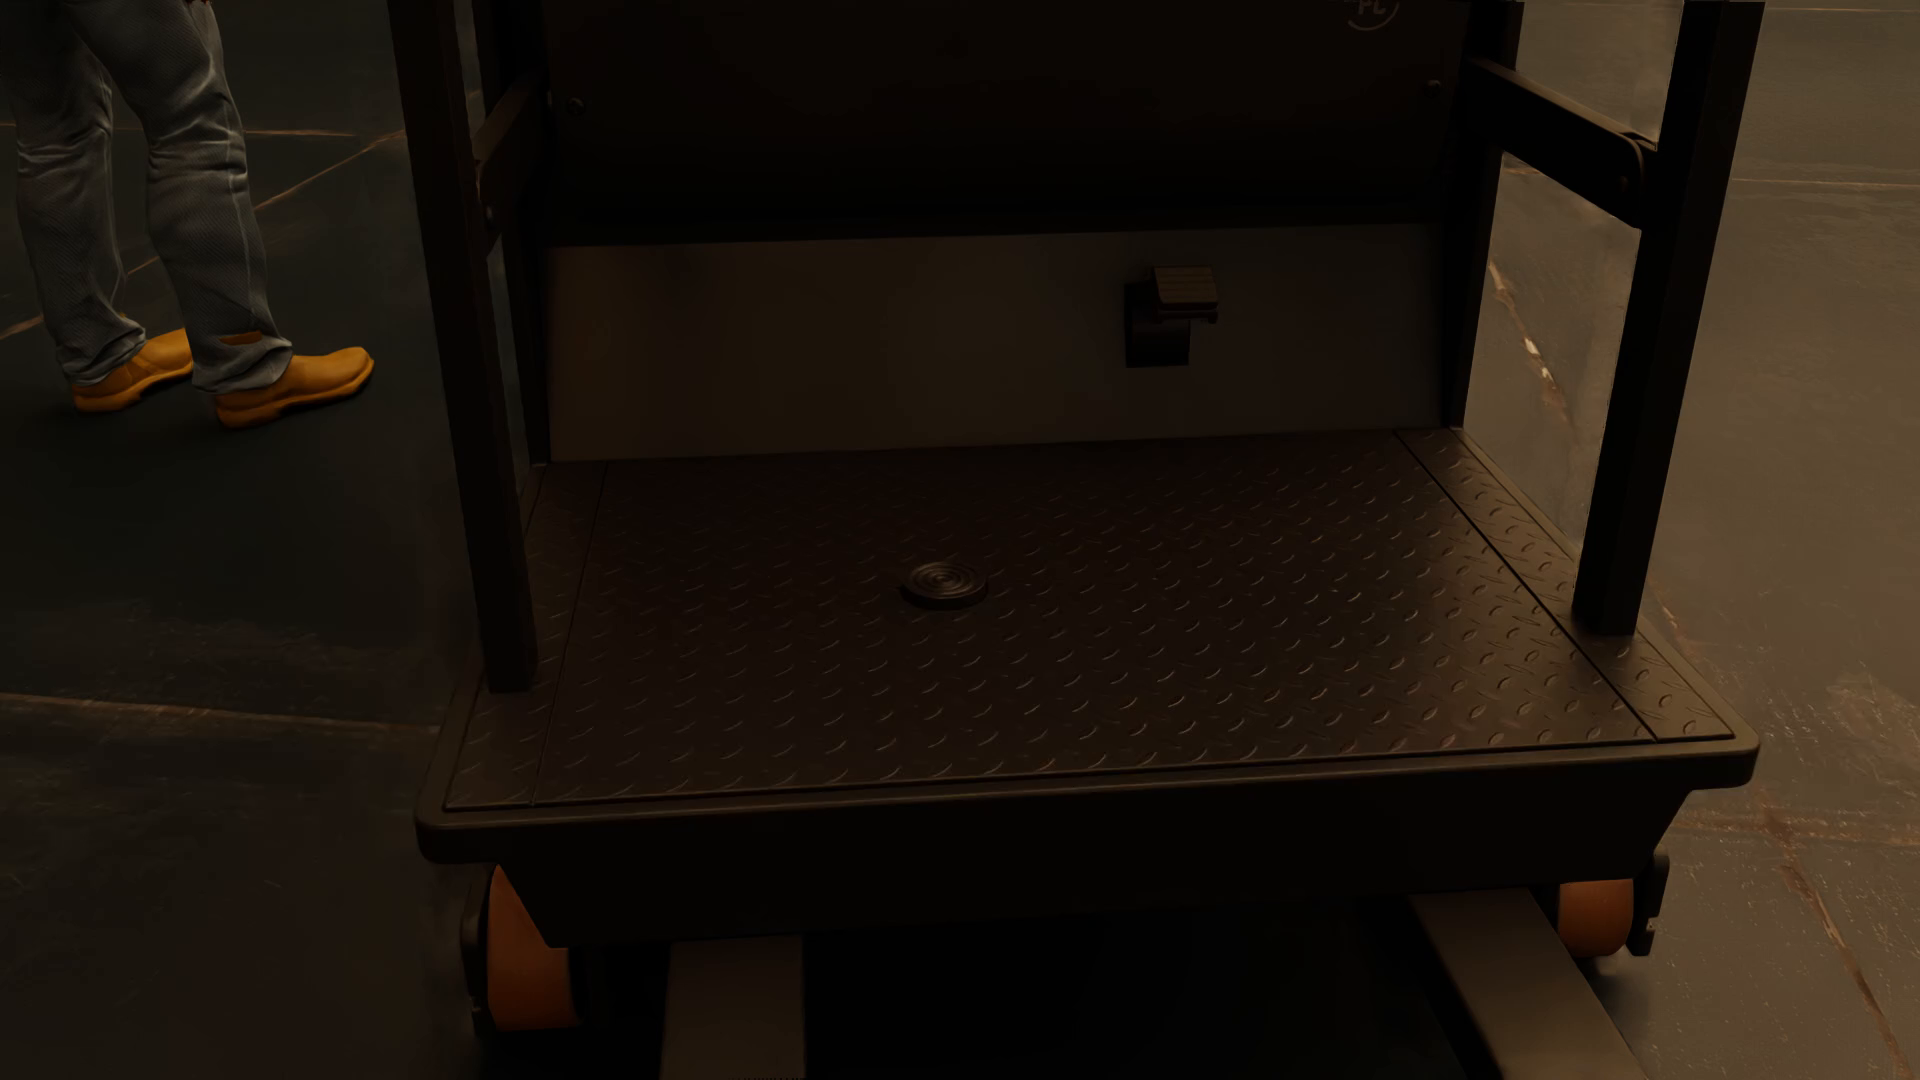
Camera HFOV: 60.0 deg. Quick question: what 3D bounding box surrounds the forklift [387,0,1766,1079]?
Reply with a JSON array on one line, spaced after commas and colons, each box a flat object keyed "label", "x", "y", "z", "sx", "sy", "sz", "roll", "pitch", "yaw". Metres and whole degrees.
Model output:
[{"label": "forklift", "x": 0.075, "y": -1.009, "z": 1.238, "sx": 1.130, "sy": 2.935, "sz": 3.031, "roll": -3, "pitch": 27, "yaw": -5}]

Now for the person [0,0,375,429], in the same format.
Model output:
[{"label": "person", "x": -1.420, "y": -1.038, "z": 2.607, "sx": 0.699, "sy": 1.766, "sz": 0.493, "roll": 11, "pitch": 29, "yaw": 21}]
